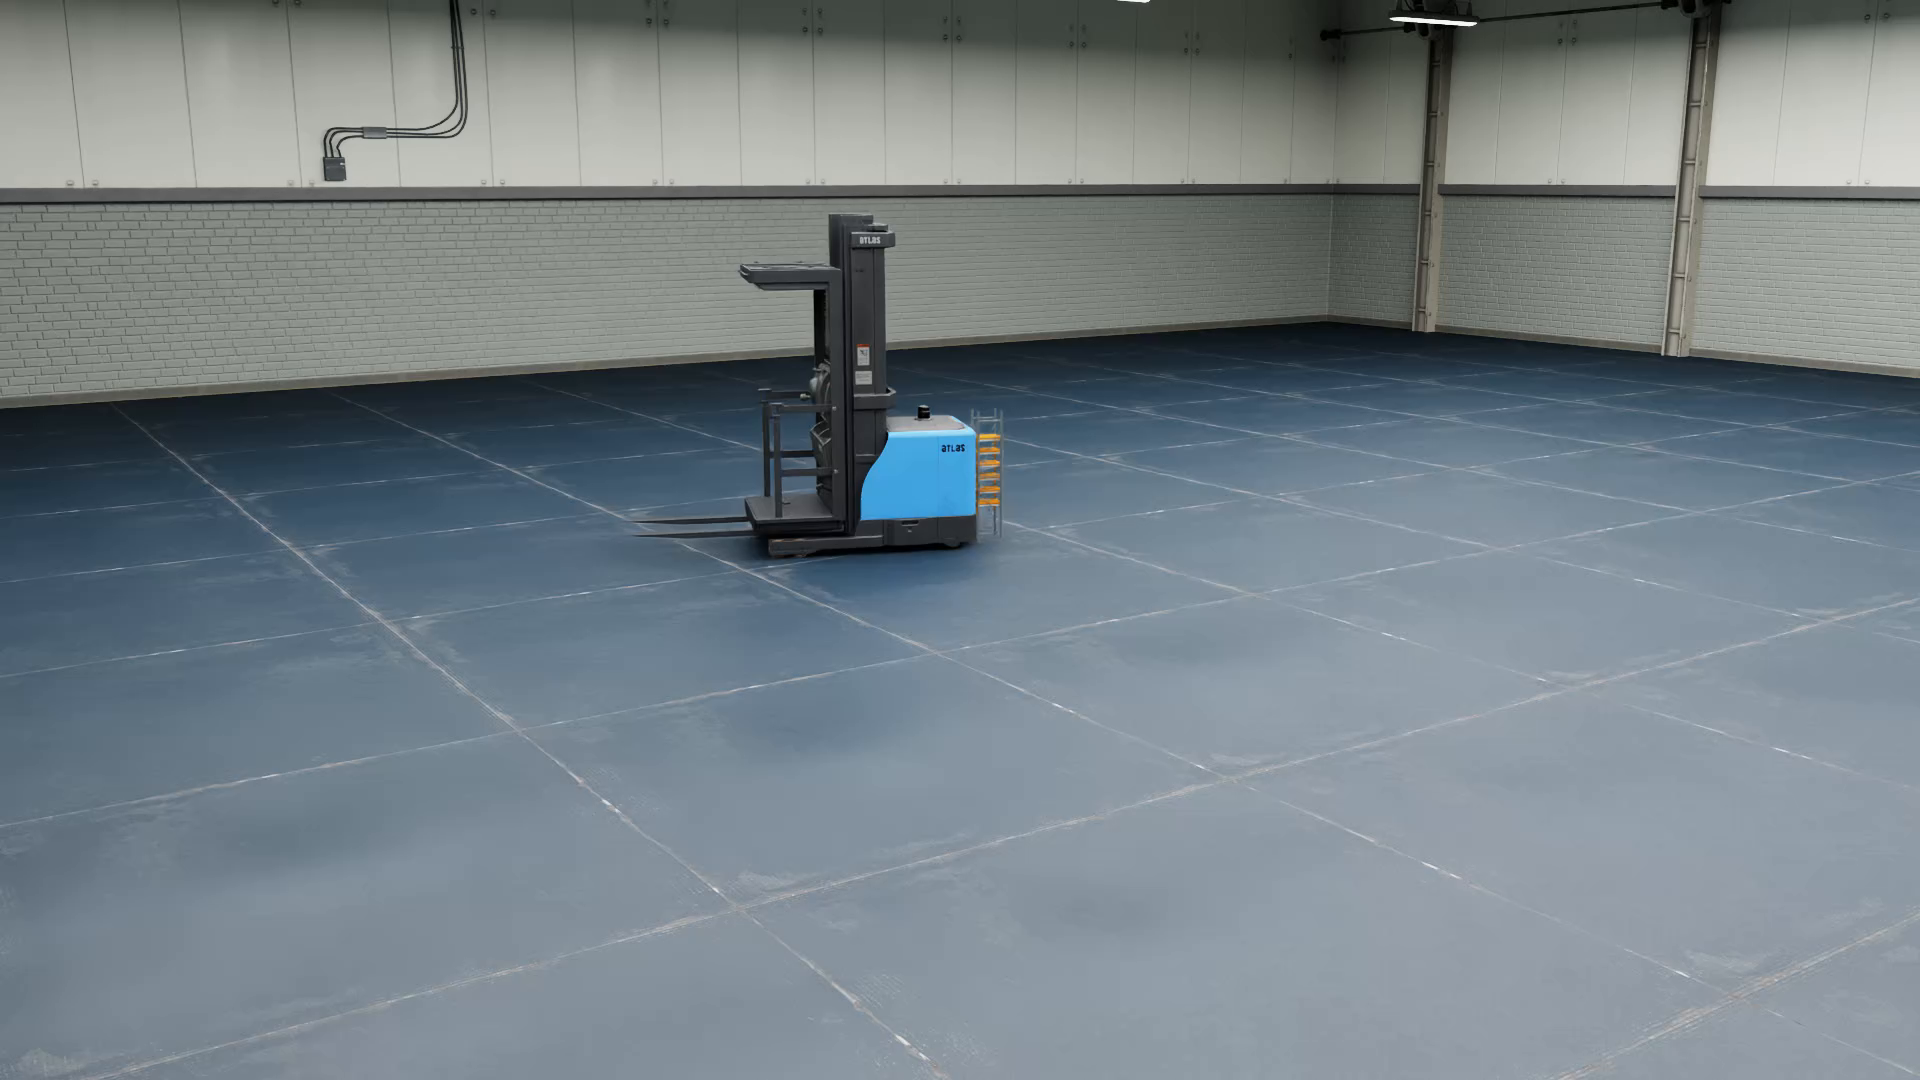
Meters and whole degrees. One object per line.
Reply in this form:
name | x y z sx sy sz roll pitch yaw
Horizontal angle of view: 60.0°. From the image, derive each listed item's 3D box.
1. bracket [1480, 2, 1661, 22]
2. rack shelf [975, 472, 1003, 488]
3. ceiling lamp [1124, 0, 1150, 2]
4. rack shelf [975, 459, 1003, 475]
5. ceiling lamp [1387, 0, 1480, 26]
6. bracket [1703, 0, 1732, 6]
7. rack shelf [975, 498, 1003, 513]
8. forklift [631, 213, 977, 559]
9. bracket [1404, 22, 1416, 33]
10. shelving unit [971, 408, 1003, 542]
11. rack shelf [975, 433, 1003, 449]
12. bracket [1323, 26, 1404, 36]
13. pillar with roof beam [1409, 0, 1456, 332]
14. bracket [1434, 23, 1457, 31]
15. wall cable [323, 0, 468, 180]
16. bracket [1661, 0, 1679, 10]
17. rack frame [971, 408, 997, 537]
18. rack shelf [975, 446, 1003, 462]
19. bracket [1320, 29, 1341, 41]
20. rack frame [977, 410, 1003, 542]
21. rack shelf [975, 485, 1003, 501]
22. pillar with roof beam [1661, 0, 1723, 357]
bracket | 11.354 -10.083 31.866 0.076 0.066 4.783 -8 15 -33
rack shelf | 0.242 -0.547 15.153 0.258 0.103 0.180 -4 13 -16
ceiling lamp | 1.893 -9.607 24.452 2.000 3.185 0.800 -8 15 -33
rack shelf | 0.242 -0.665 15.127 0.258 0.103 0.180 -4 13 -16
ceiling lamp | 8.004 -10.475 28.425 2.000 3.185 0.800 -8 15 -33
bracket | 13.251 -9.474 29.082 0.235 0.232 0.430 -8 15 -33
rack shelf | 0.242 -0.313 15.204 0.258 0.103 0.180 -4 13 -16
forklift | -1.421 -1.392 14.755 3.031 2.935 1.130 -3 13 -12
bracket | 9.467 -10.688 34.637 0.235 0.232 0.430 -8 15 -33
shelving unit | 0.242 -0.591 15.143 0.258 1.200 0.189 -4 13 -16
rack shelf | 0.242 -0.899 15.076 0.258 0.103 0.180 -4 13 -16
bracket | 8.481 -11.005 36.084 0.076 0.066 3.189 -8 15 -33
pillar with roof beam | 6.408 -8.389 32.546 9.100 9.000 0.548 -8 15 -33
bracket | 9.927 -10.541 33.962 0.235 0.232 0.430 -8 15 -33
wall cable | -8.851 -8.632 25.700 2.305 6.003 0.169 -8 15 -33
bracket | 12.791 -9.621 29.757 0.235 0.232 0.430 -8 15 -33
rack frame | 0.216 -0.610 15.229 0.240 1.200 0.006 -4 13 -16
rack shelf | 0.242 -0.782 15.102 0.258 0.103 0.180 -4 13 -16
bracket | 8.154 -11.110 36.564 0.235 0.232 0.430 -8 15 -33
rack frame | 0.267 -0.572 15.058 0.240 1.200 0.006 -4 13 -16
rack shelf | 0.242 -0.430 15.178 0.258 0.103 0.180 -4 13 -16
pillar with roof beam | 9.733 -7.322 27.666 9.100 9.000 0.548 -8 15 -33
